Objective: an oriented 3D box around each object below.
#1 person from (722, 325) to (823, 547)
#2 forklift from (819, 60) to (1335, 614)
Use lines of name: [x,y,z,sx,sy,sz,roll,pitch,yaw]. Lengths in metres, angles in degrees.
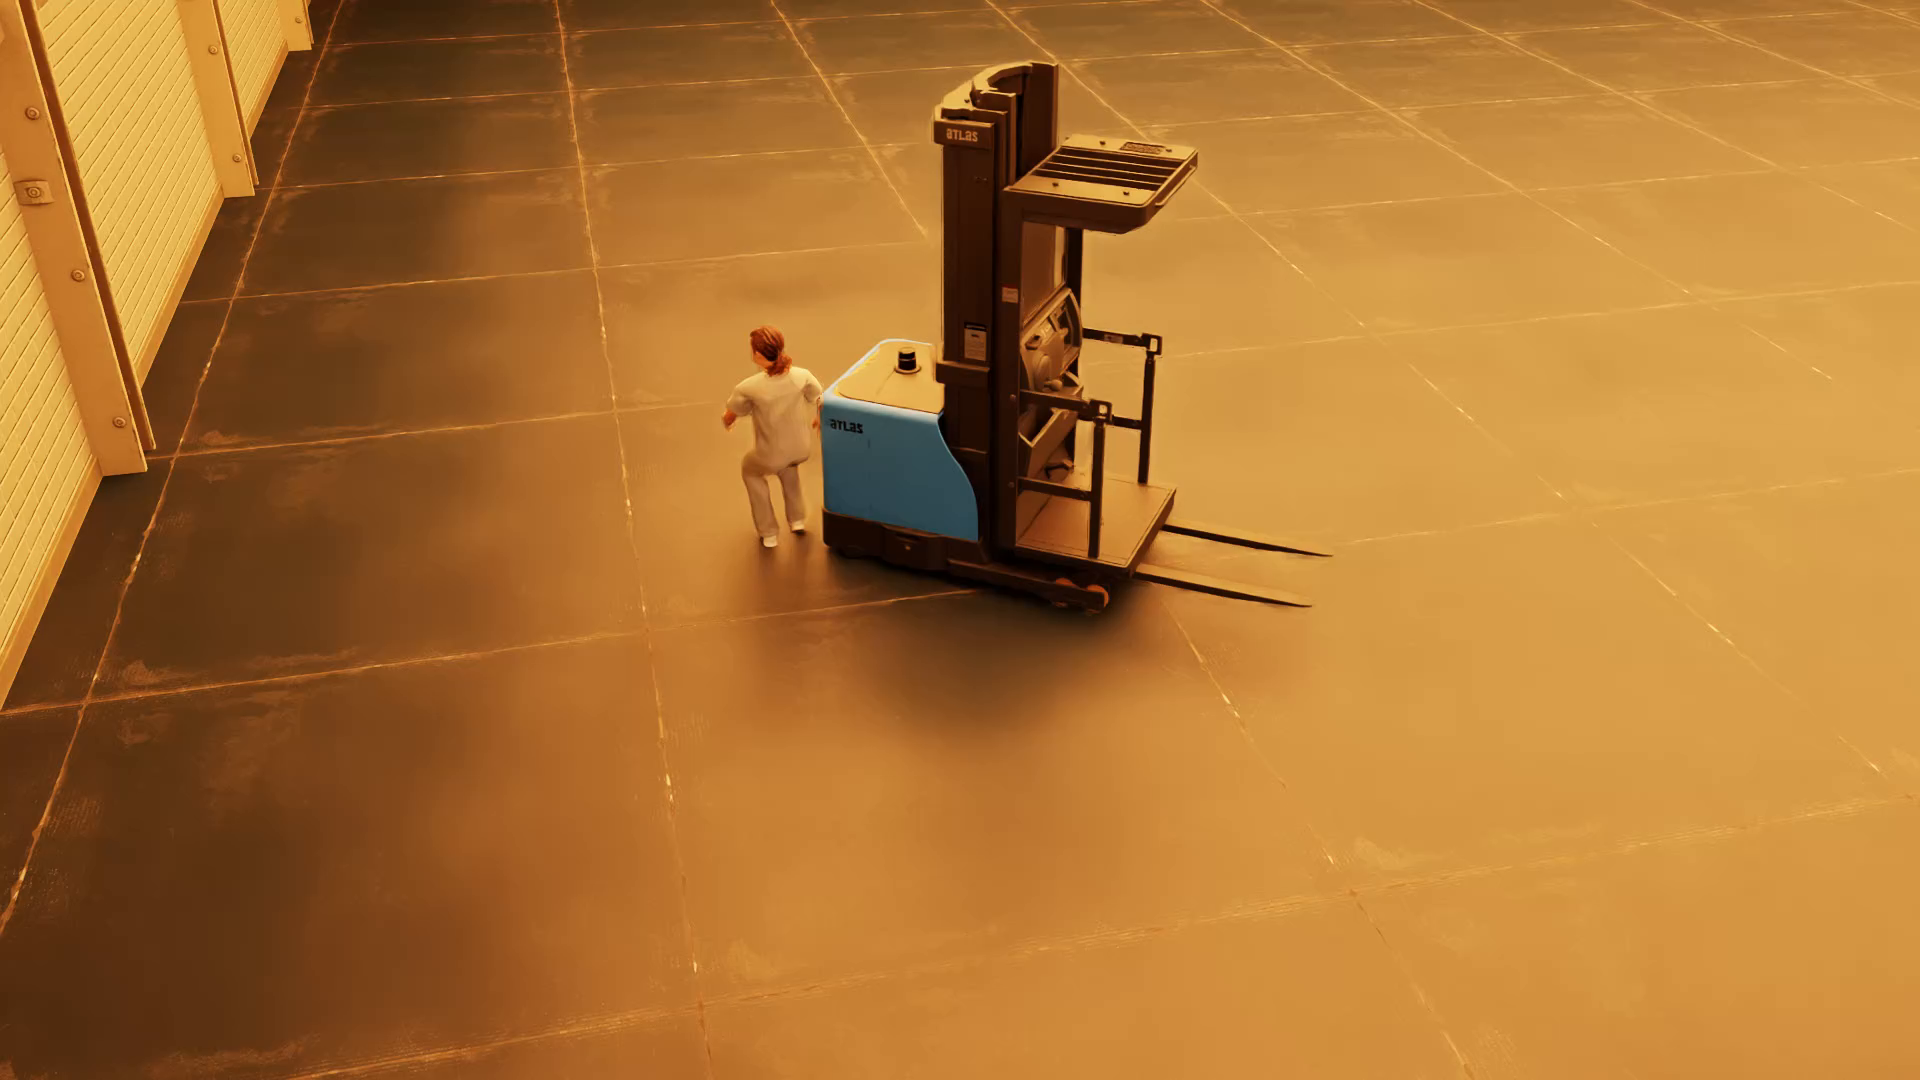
person: [-1.130,-0.615,10.110,0.680,1.578,0.618,-17,34,-27]
forklift: [0.713,-1.140,9.544,3.031,2.935,1.130,11,32,19]
